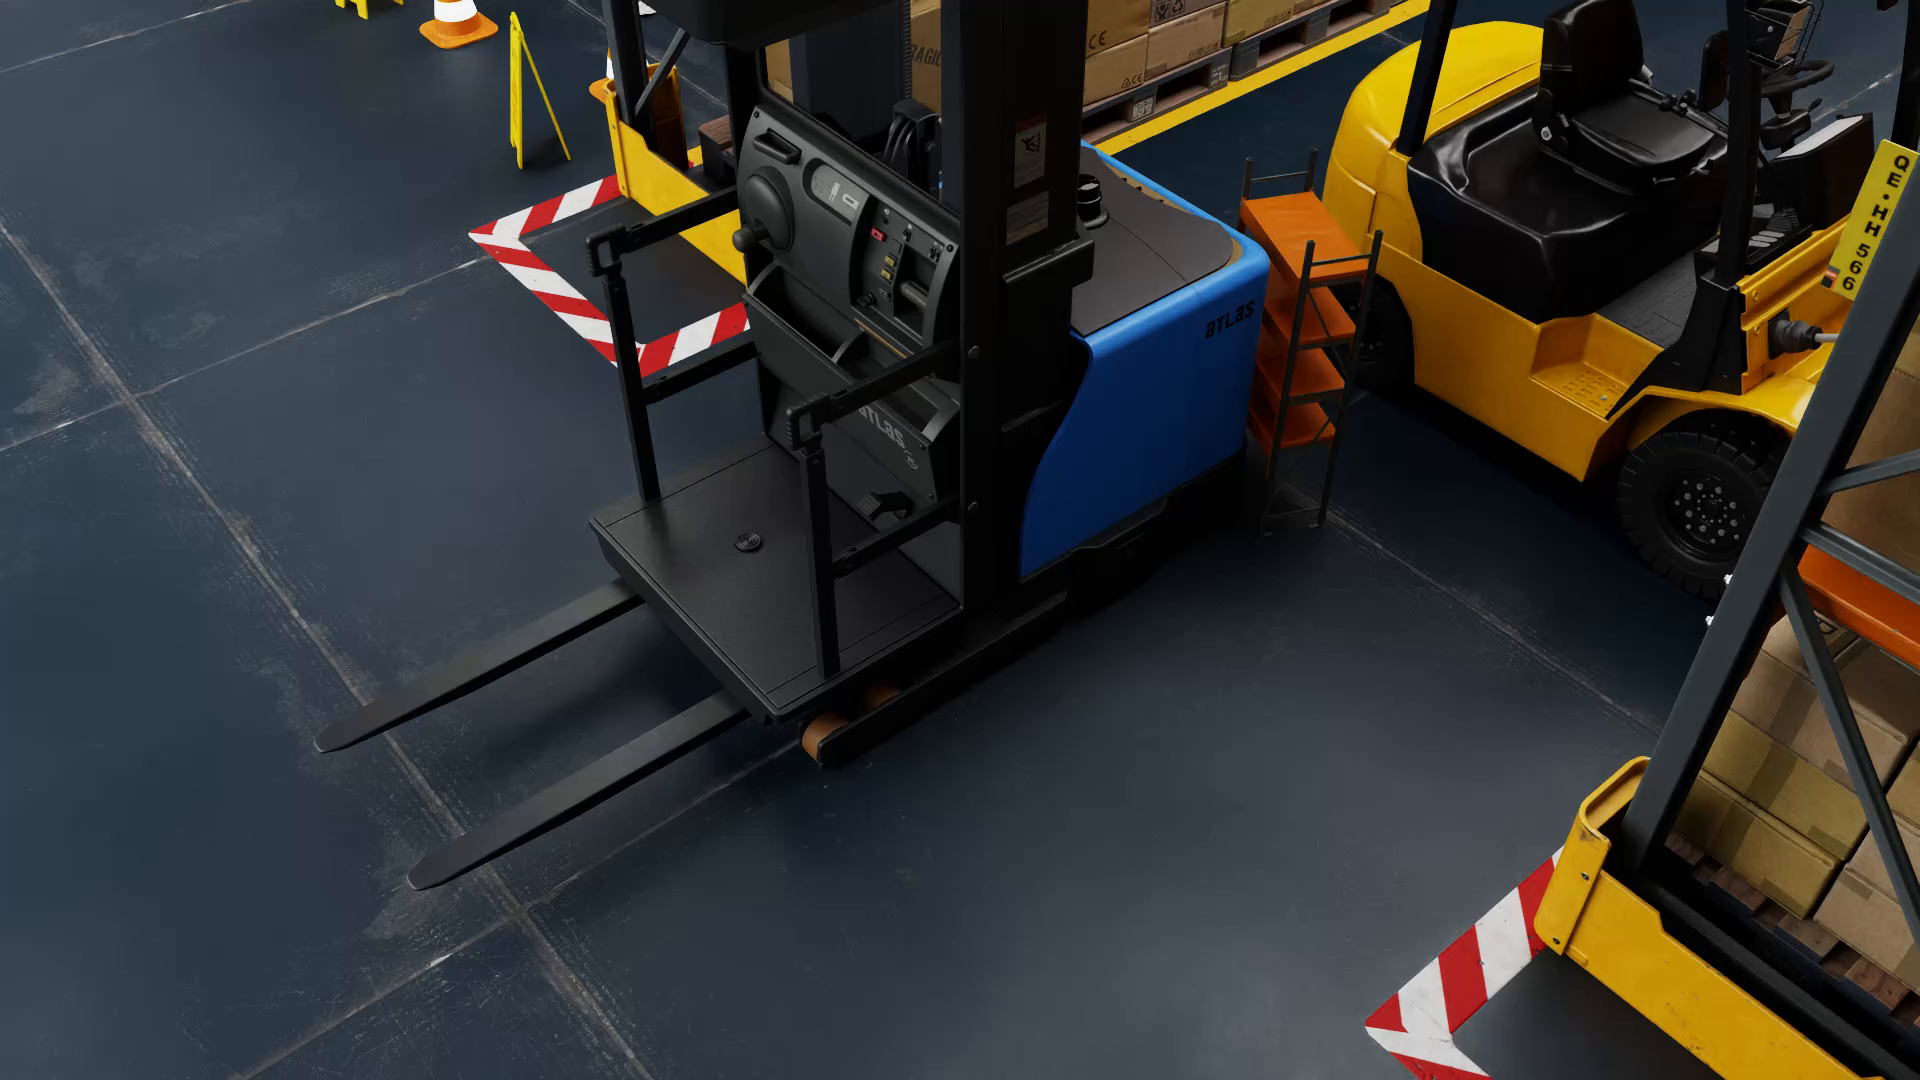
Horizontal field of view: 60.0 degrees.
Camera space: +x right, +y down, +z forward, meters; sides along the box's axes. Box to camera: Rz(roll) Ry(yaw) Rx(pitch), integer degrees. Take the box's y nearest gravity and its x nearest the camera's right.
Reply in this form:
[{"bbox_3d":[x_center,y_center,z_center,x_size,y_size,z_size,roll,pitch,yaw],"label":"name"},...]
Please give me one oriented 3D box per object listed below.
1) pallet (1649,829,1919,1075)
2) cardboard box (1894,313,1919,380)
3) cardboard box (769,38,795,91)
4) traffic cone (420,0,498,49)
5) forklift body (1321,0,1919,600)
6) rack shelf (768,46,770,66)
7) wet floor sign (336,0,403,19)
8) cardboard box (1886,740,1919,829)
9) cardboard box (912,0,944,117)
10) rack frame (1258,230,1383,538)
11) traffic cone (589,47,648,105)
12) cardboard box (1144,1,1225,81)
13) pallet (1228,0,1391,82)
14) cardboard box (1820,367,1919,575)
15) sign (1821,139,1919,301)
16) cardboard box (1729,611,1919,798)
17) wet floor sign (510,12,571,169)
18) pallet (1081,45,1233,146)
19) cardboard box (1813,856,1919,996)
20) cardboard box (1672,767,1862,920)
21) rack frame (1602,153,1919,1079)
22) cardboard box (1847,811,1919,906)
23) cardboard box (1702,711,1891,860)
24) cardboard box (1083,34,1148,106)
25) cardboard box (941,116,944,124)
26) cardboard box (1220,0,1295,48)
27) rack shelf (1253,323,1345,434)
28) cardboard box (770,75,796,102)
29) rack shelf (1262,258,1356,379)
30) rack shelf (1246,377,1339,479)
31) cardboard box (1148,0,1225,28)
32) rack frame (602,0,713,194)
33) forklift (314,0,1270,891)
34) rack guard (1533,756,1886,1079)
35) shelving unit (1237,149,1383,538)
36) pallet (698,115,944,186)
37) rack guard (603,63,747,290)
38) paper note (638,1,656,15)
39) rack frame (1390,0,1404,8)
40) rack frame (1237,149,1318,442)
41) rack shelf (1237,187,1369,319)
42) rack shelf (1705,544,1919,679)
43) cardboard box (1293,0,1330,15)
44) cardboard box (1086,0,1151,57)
[{"bbox_3d":[2.648,0.856,4.685,1.213,0.211,1.003,-30,51,-28],"label":"pallet"},{"bbox_3d":[2.175,-0.375,3.412,0.250,0.149,0.380,-29,50,-27],"label":"cardboard box"},{"bbox_3d":[-0.652,-2.321,7.184,0.500,0.500,0.500,-29,51,-28],"label":"cardboard box"},{"bbox_3d":[-2.570,-2.783,8.375,0.334,0.463,0.336,-30,51,-28],"label":"traffic cone"},{"bbox_3d":[2.372,-1.284,5.547,1.214,2.155,2.313,-30,51,-28],"label":"forklift body"},{"bbox_3d":[0.435,-3.024,7.304,4.000,0.370,1.077,-30,51,-28],"label":"rack shelf"},{"bbox_3d":[-3.104,-3.052,8.528,0.267,0.644,0.232,30,51,28],"label":"wet floor sign"},{"bbox_3d":[2.578,0.570,3.923,0.500,0.250,0.500,-31,51,-28],"label":"cardboard box"},{"bbox_3d":[-0.285,-2.052,6.898,0.500,0.500,0.500,-32,52,-29],"label":"cardboard box"},{"bbox_3d":[1.150,-0.469,5.373,0.240,1.200,0.015,-10,44,-11],"label":"rack frame"},{"bbox_3d":[-1.597,-2.349,7.914,0.334,0.463,0.336,-30,51,-28],"label":"traffic cone"},{"bbox_3d":[0.893,-2.455,7.874,0.500,0.250,0.500,-29,50,-27],"label":"cardboard box"},{"bbox_3d":[1.477,-2.835,8.614,1.213,0.211,1.003,-30,51,-28],"label":"pallet"},{"bbox_3d":[2.297,-0.193,3.692,0.500,0.500,0.500,-31,51,-29],"label":"cardboard box"},{"bbox_3d":[1.751,-0.602,3.182,0.005,0.325,0.100,-30,51,-28],"label":"sign"},{"bbox_3d":[2.241,0.316,4.194,0.500,0.250,0.500,-28,50,-27],"label":"cardboard box"},{"bbox_3d":[-1.931,-2.028,7.438,0.232,0.644,0.267,-14,45,-14],"label":"wet floor sign"},{"bbox_3d":[0.540,-2.296,8.041,1.213,0.211,1.003,-30,51,-28],"label":"pallet"},{"bbox_3d":[2.591,0.933,4.267,0.500,0.250,0.500,-30,51,-28],"label":"cardboard box"},{"bbox_3d":[2.246,0.674,4.543,0.500,0.250,0.500,-29,51,-28],"label":"cardboard box"},{"bbox_3d":[2.088,0.197,3.349,0.127,3.000,1.000,-30,51,-28],"label":"rack frame"},{"bbox_3d":[2.582,0.767,4.079,0.500,0.250,0.500,-29,50,-27],"label":"cardboard box"},{"bbox_3d":[2.261,0.486,4.378,0.500,0.250,0.500,-30,51,-28],"label":"cardboard box"},{"bbox_3d":[0.504,-2.234,7.640,0.500,0.250,0.500,-26,49,-25],"label":"cardboard box"},{"bbox_3d":[-0.303,-1.768,7.143,0.500,0.250,0.500,-30,51,-28],"label":"cardboard box"},{"bbox_3d":[1.286,-2.676,8.109,0.500,0.250,0.500,-31,51,-29],"label":"cardboard box"},{"bbox_3d":[1.089,-0.582,5.591,0.258,0.148,0.480,-10,44,-11],"label":"rack shelf"},{"bbox_3d":[-0.633,-2.065,7.460,0.500,0.250,0.500,-30,51,-28],"label":"cardboard box"},{"bbox_3d":[1.089,-0.745,5.438,0.258,0.148,0.480,-10,44,-11],"label":"rack shelf"},{"bbox_3d":[1.089,-0.437,5.727,0.258,0.148,0.480,-10,44,-11],"label":"rack shelf"},{"bbox_3d":[0.908,-2.739,7.629,0.500,0.500,0.500,-27,50,-26],"label":"cardboard box"},{"bbox_3d":[-1.099,-2.408,6.123,0.127,3.000,1.000,-30,51,-28],"label":"rack frame"},{"bbox_3d":[-0.485,-0.800,4.461,3.031,2.935,1.130,-29,50,-27],"label":"forklift"},{"bbox_3d":[2.070,1.119,4.194,0.348,0.500,1.175,-30,51,-28],"label":"rack guard"},{"bbox_3d":[1.089,-0.631,5.545,0.258,1.200,0.503,-10,44,-11],"label":"shelving unit"},{"bbox_3d":[-0.395,-1.763,7.473,1.213,0.211,1.003,-30,51,-28],"label":"pallet"},{"bbox_3d":[-1.041,-1.530,7.014,0.348,0.500,1.175,-30,51,-28],"label":"rack guard"},{"bbox_3d":[-1.651,-2.786,8.694,0.148,0.019,0.142,22,47,21],"label":"paper note"},{"bbox_3d":[1.969,-4.165,7.993,0.127,3.000,1.000,-30,51,-28],"label":"rack frame"},{"bbox_3d":[1.028,-0.793,5.717,0.240,1.200,0.015,-10,44,-11],"label":"rack frame"},{"bbox_3d":[1.089,-0.917,5.276,0.258,0.148,0.480,-10,44,-11],"label":"rack shelf"},{"bbox_3d":[3.622,-0.419,4.531,4.000,0.370,1.077,-30,51,-28],"label":"rack shelf"},{"bbox_3d":[1.688,-2.915,8.364,0.500,0.250,0.500,-28,50,-26],"label":"cardboard box"},{"bbox_3d":[0.503,-2.500,7.375,0.500,0.500,0.500,-29,50,-27],"label":"cardboard box"}]
